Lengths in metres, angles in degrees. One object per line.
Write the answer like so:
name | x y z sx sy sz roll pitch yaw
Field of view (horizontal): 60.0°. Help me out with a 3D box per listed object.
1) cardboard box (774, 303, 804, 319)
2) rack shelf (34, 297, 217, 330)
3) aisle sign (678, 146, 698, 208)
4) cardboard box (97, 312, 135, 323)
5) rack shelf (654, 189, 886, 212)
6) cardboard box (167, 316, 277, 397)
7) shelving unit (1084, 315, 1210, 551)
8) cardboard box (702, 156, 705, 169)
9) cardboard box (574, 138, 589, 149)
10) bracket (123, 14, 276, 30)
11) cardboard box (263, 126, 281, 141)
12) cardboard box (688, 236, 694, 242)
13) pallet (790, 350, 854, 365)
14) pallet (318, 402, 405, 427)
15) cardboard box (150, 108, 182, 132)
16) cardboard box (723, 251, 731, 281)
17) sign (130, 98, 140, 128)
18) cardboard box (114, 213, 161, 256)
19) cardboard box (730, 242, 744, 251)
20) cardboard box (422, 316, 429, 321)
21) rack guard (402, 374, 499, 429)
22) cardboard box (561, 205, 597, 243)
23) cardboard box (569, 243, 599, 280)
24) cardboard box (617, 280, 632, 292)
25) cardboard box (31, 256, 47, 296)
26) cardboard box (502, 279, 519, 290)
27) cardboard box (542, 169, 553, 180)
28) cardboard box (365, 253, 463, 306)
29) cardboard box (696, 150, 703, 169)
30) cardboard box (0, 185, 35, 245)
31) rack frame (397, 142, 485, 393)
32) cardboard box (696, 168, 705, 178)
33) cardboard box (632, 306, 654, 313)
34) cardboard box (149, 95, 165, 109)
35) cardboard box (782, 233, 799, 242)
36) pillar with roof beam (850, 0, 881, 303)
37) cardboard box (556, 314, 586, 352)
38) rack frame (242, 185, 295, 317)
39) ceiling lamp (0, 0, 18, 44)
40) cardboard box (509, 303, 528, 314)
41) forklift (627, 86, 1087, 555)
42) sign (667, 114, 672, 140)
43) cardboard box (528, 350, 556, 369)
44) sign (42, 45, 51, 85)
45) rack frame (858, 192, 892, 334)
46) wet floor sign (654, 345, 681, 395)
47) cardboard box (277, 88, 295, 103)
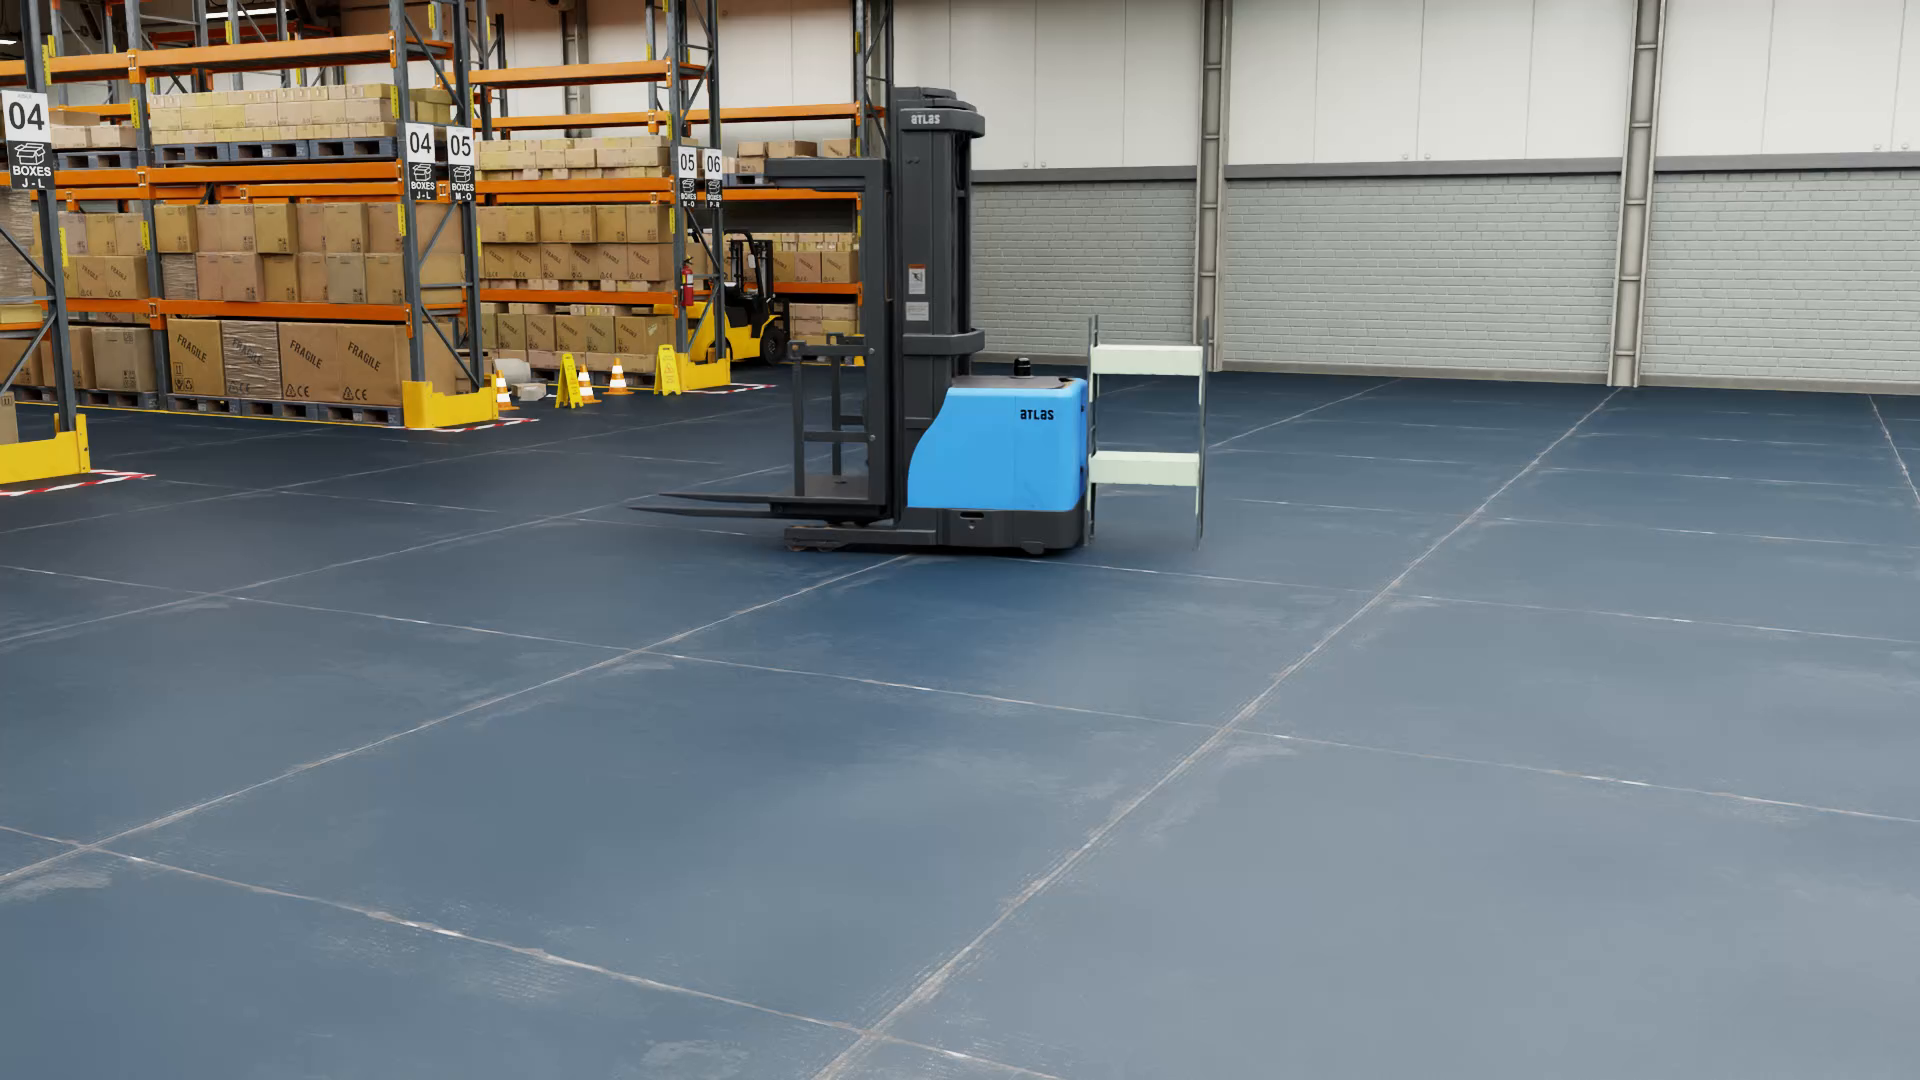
cardboard box | -2.807 -3.774 27.395 0.500 0.250 0.500 5 11 27
rack shelf | -11.012 -2.892 20.806 4.000 0.370 1.077 5 11 26
aisle sign | -3.604 -4.800 22.027 0.004 0.787 0.394 5 11 26
cardboard box | -13.701 -3.642 27.719 0.875 0.875 0.875 5 12 28
rack shelf | -3.132 -5.644 27.591 4.000 0.370 1.077 5 11 26
cardboard box | -8.685 -2.189 19.687 0.875 0.875 0.875 5 11 27
shelving unit | 1.232 -0.717 10.970 0.755 1.500 0.431 2 11 11
cardboard box | -4.287 -6.263 27.782 0.500 0.311 0.500 5 12 27
cardboard box | -5.060 -5.413 22.759 0.250 0.149 0.380 5 11 24
bracket | -15.165 -10.411 33.381 4.783 0.066 0.076 5 11 26
cardboard box | -7.446 -4.474 18.349 0.250 0.149 0.380 5 11 27
cardboard box | -4.488 -5.119 28.153 0.250 0.149 0.380 5 11 27
pallet | -2.043 -3.046 27.468 1.213 0.211 1.003 5 11 26
pallet | -6.383 -1.451 18.657 1.213 0.211 1.003 5 11 26
cardboard box | -8.903 -4.809 19.084 0.500 0.250 0.500 5 11 26
cardboard box | -3.714 -4.574 27.801 0.500 0.500 0.500 5 11 25
sign | -9.449 -4.886 19.047 0.005 0.325 0.100 5 11 26
cardboard box | -9.666 -3.668 19.984 0.500 0.500 0.700 5 11 25
cardboard box | -3.621 -4.876 27.645 0.250 0.149 0.380 5 11 24
cardboard box | -9.902 -4.053 31.039 0.500 0.500 0.500 6 12 28
rack guard | -5.609 -1.541 18.342 0.348 0.500 1.175 5 11 26
cardboard box | -5.039 -4.329 22.805 0.500 0.500 0.700 5 11 25
cardboard box | -5.034 -3.846 22.942 0.500 0.500 0.500 5 11 26
cardboard box | -4.458 -3.469 22.681 0.250 0.149 0.380 5 11 25
cardboard box | -11.167 -3.255 20.512 0.500 0.500 0.500 5 11 25
cardboard box | -6.270 -3.634 23.594 0.250 0.149 0.380 5 12 28
cardboard box | -5.563 -5.054 23.013 0.250 0.149 0.380 5 11 26
cardboard box | -5.984 -2.869 18.238 0.550 0.550 0.875 5 11 26
cardboard box | -3.864 -5.202 22.715 0.500 0.250 0.500 5 11 25
cardboard box | -8.289 -2.763 14.152 0.500 0.500 0.500 5 11 26
rack frame | -5.631 -2.773 18.129 0.127 3.000 1.000 5 11 26
cardboard box | -3.685 -5.002 22.728 0.250 0.149 0.380 5 11 26
cardboard box | -5.398 -3.757 29.056 0.625 0.625 0.875 6 12 28
cardboard box | -9.042 -5.006 19.050 0.250 0.149 0.380 5 11 26
cardboard box | -2.707 -4.939 27.160 0.250 0.149 0.380 5 12 27
pillar with roof beam | -3.469 -6.828 23.689 0.400 9.000 9.100 5 11 26
cardboard box | -5.284 -2.897 23.251 0.500 0.500 0.500 5 11 24
rack frame | -10.705 -4.202 26.025 0.127 3.000 1.000 5 11 26
ceiling lamp | -19.121 -11.289 31.948 0.800 3.185 2.000 5 11 26
cardboard box | -6.162 -3.279 23.541 0.250 0.149 0.380 6 12 28
forklift | -0.693 -1.452 11.023 3.031 2.935 1.130 2 10 10
sign | -3.795 -5.396 21.714 0.005 0.325 0.100 5 11 26
cardboard box | -5.748 -2.569 23.544 0.500 0.250 0.500 5 11 25
sign | -7.676 -3.982 13.930 0.005 0.325 0.100 5 11 26
rack frame | -1.338 -4.365 26.923 0.127 3.000 1.000 5 11 26
wet floor sign | -3.834 -2.227 21.724 0.267 0.644 0.232 -10 14 -43
cardboard box | -7.223 -4.846 18.168 0.250 0.149 0.380 5 11 25
